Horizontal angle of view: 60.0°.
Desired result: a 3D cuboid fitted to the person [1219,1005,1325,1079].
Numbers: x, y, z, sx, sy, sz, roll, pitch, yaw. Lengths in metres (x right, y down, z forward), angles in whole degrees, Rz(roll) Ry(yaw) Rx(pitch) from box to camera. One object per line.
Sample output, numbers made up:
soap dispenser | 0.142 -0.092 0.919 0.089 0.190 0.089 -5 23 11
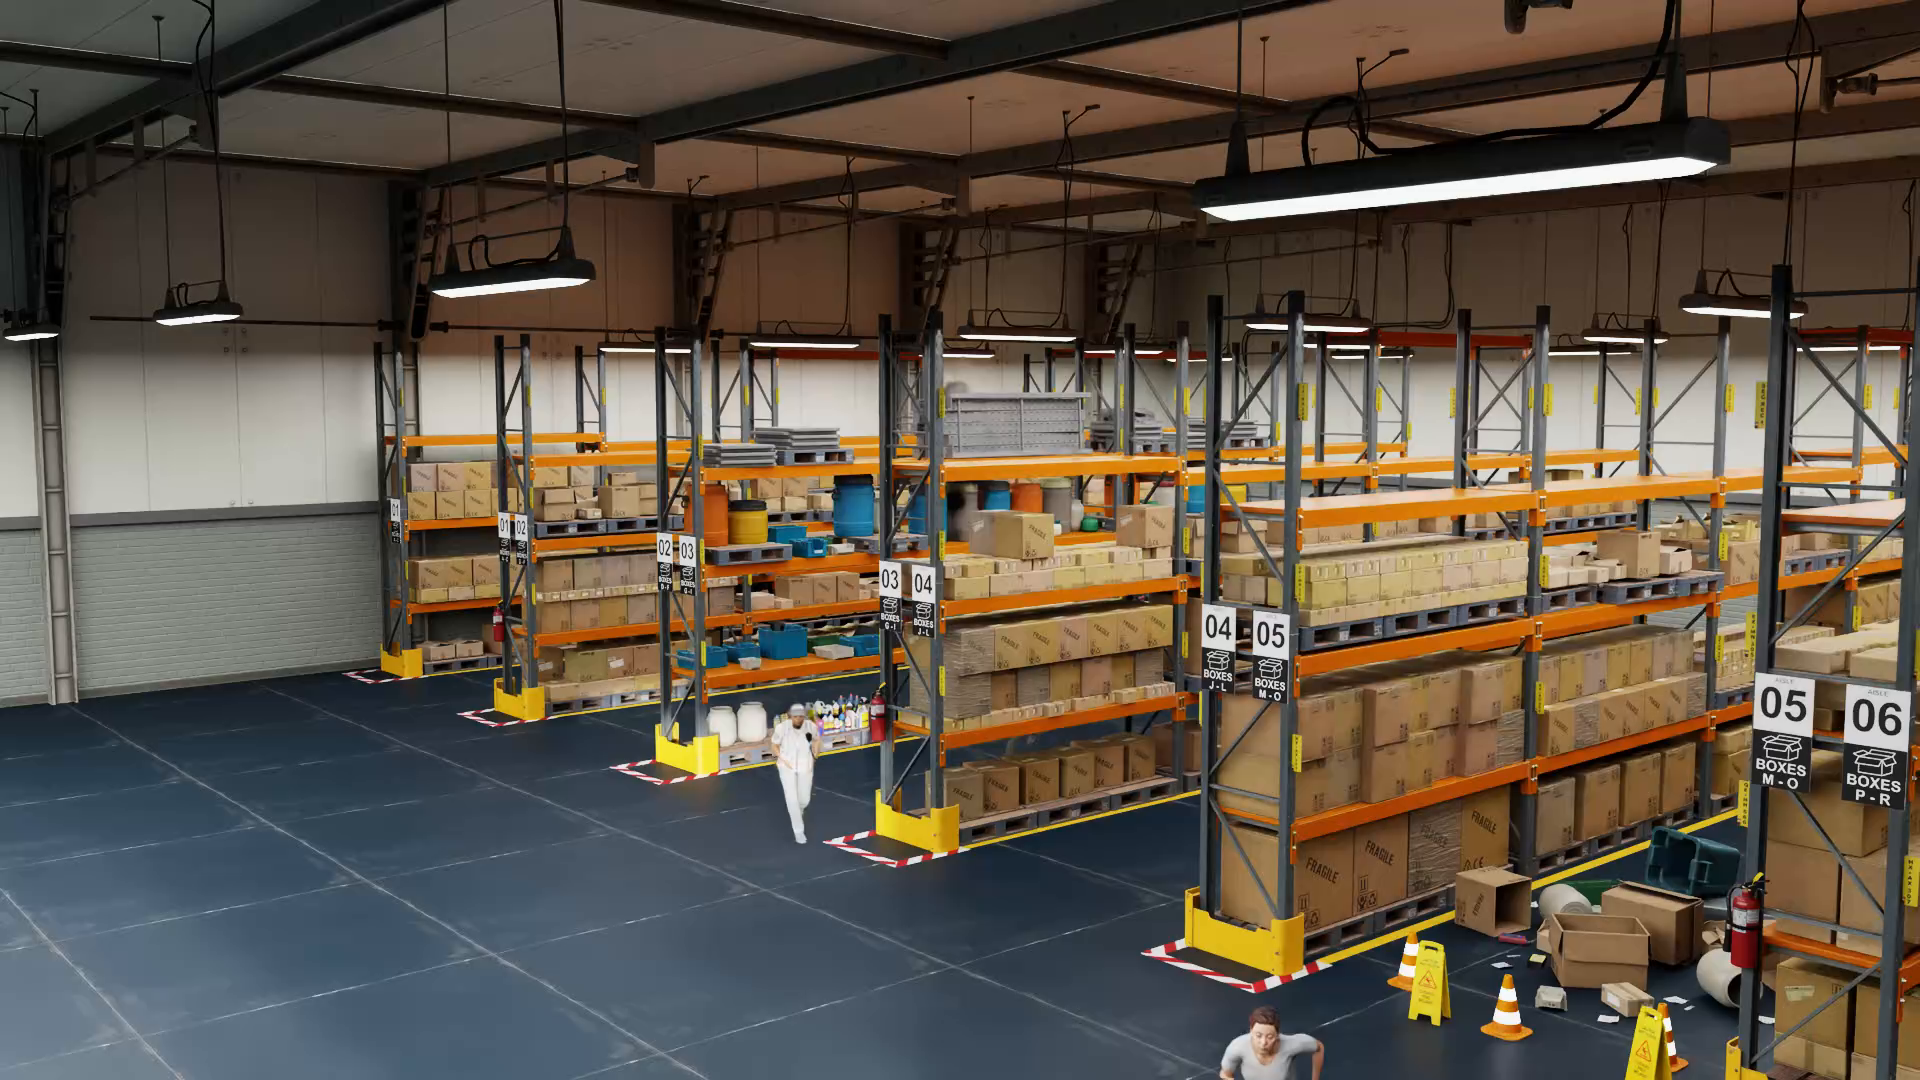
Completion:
person | 1.889 3.545 10.057 0.606 1.507 0.959 1 5 15

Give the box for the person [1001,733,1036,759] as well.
person | 0.865 2.273 23.327 0.600 1.625 0.964 3 6 29

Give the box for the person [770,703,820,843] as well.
person | -1.892 2.645 19.161 0.579 1.610 0.782 -1 5 -8
